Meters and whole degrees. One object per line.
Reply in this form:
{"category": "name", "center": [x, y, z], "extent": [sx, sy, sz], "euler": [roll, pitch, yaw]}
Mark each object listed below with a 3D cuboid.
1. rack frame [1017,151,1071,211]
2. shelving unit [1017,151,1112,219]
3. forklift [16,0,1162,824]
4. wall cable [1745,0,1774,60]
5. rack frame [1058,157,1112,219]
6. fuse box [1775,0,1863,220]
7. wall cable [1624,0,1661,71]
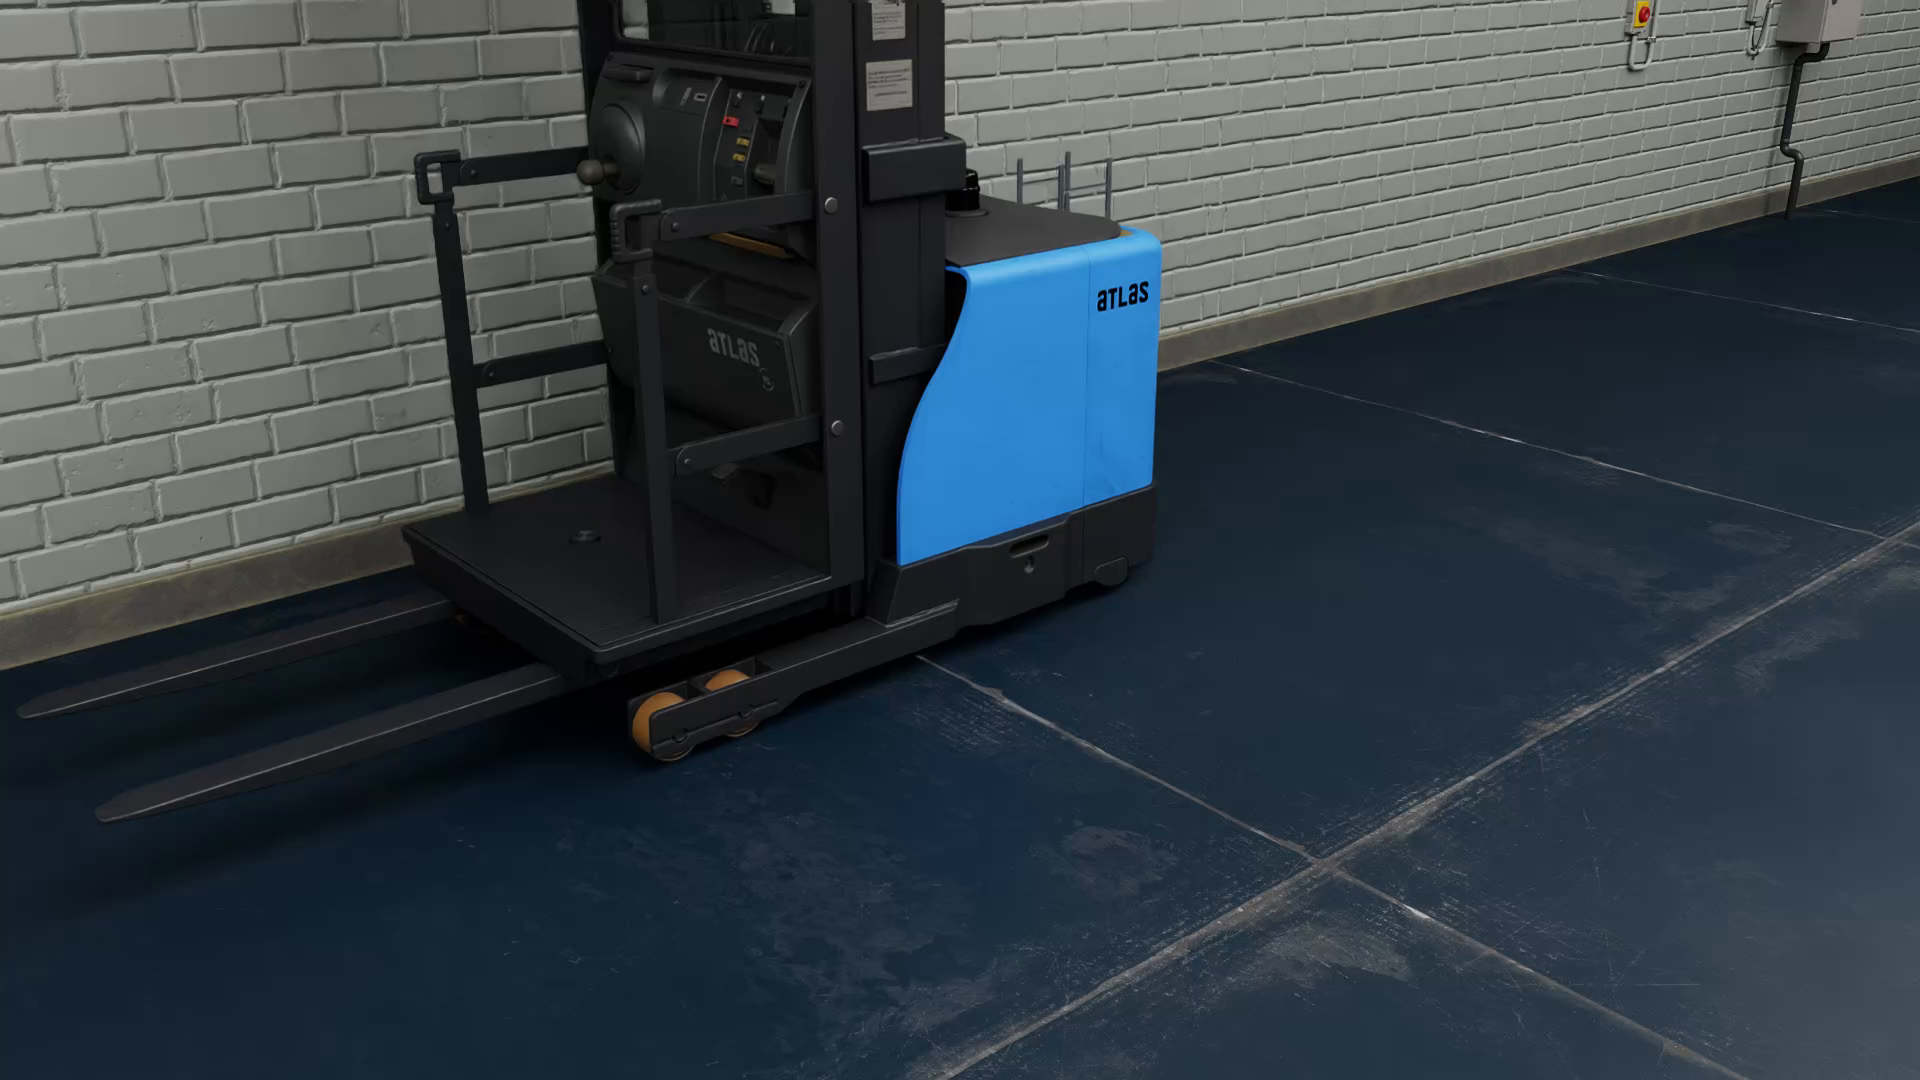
{"category": "rack frame", "center": [0.272, -0.684, 5.586], "extent": [0.240, 1.200, 0.006], "euler": [-19, 28, -39]}
{"category": "shelving unit", "center": [0.334, -0.660, 5.523], "extent": [0.258, 1.200, 0.189], "euler": [-19, 28, -39]}
{"category": "forklift", "center": [-0.837, -1.035, 4.108], "extent": [3.031, 2.935, 1.130], "euler": [-18, 28, -38]}
{"category": "wall cable", "center": [4.813, -3.840, 9.781], "extent": [0.588, 1.984, 0.122], "euler": [-17, 27, -37]}
{"category": "rack frame", "center": [0.396, -0.635, 5.460], "extent": [0.240, 1.200, 0.006], "euler": [-19, 28, -39]}
{"category": "fuse box", "center": [5.433, -2.886, 10.505], "extent": [0.539, 1.711, 0.414], "euler": [-17, 27, -37]}
{"category": "wall cable", "center": [3.746, -3.513, 8.905], "extent": [0.585, 1.953, 0.123], "euler": [-17, 27, -37]}
